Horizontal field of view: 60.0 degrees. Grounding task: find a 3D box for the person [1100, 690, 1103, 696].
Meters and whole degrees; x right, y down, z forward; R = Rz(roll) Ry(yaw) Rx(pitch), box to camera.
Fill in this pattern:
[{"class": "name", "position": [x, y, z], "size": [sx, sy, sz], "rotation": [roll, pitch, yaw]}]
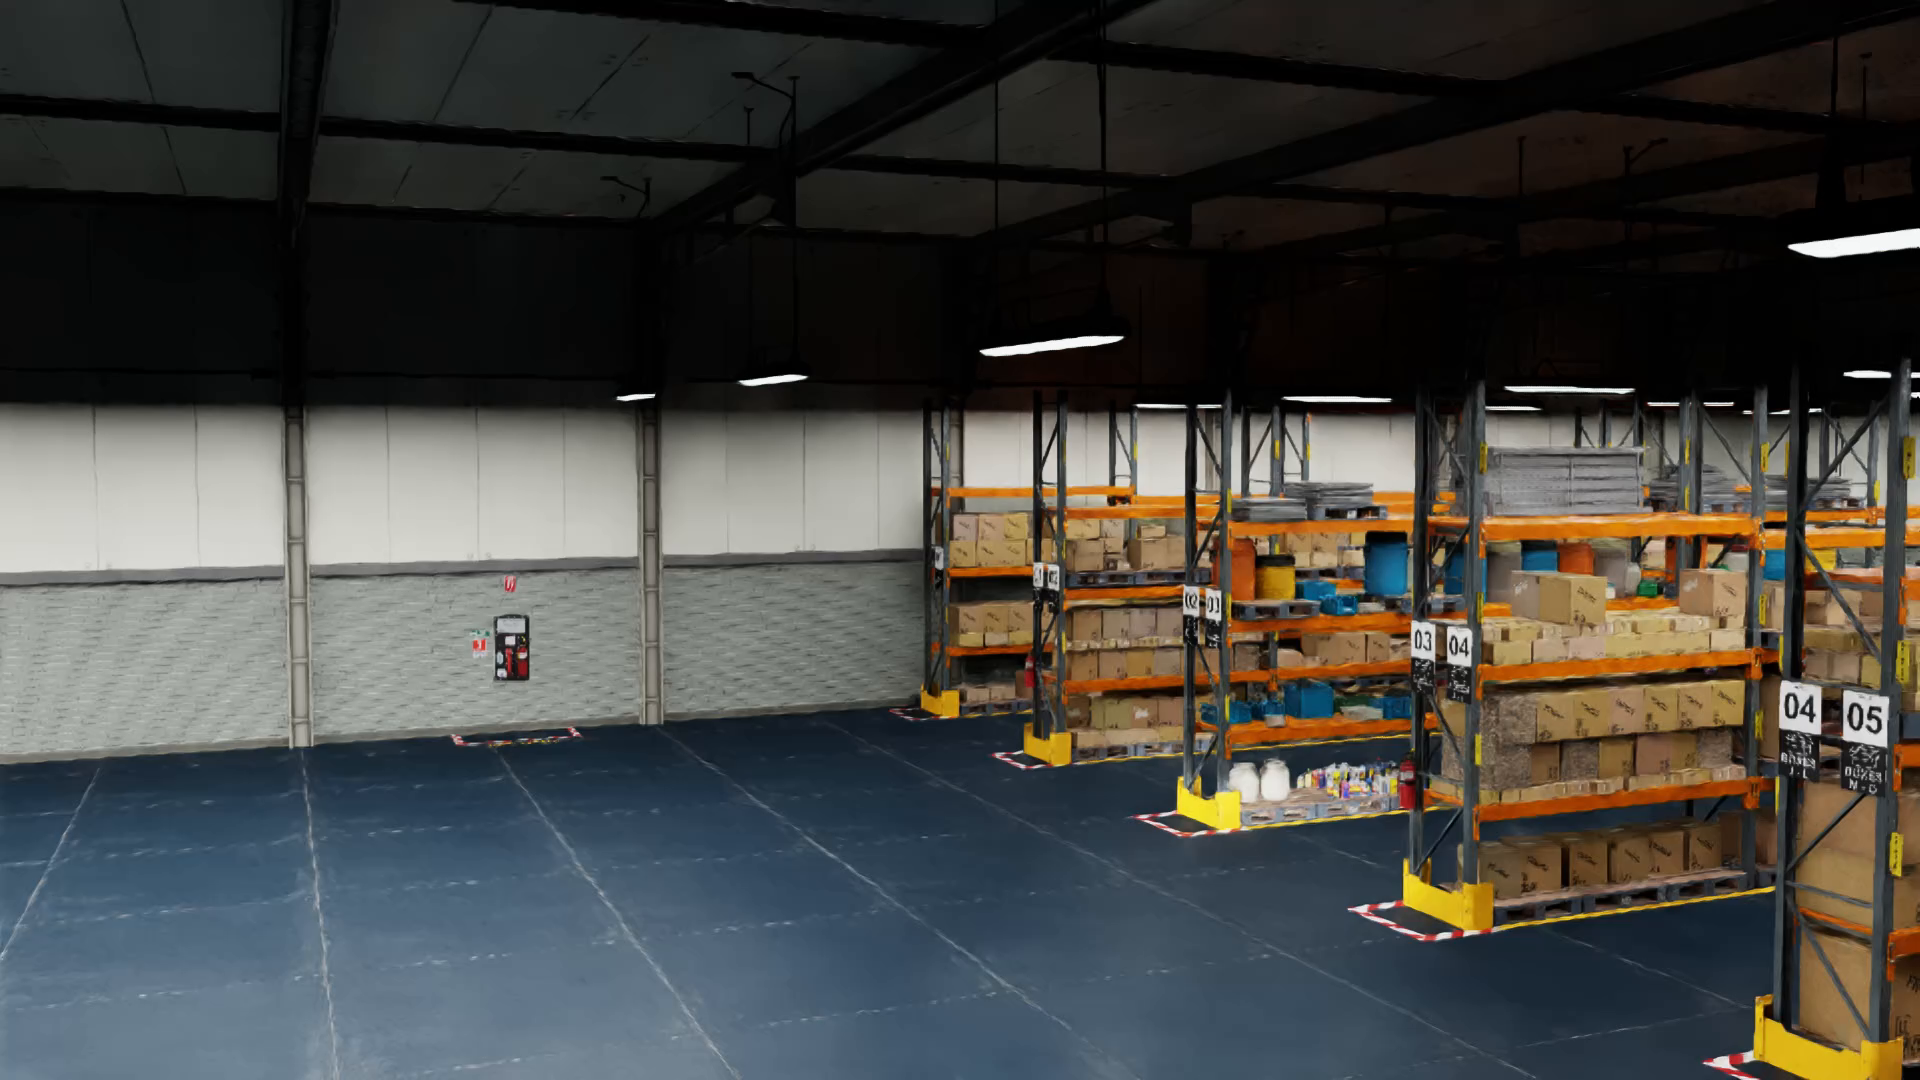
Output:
[{"class": "person", "position": [2.748, 2.618, 31.482], "size": [0.790, 1.372, 0.612], "rotation": [-3, 5, -43]}]
